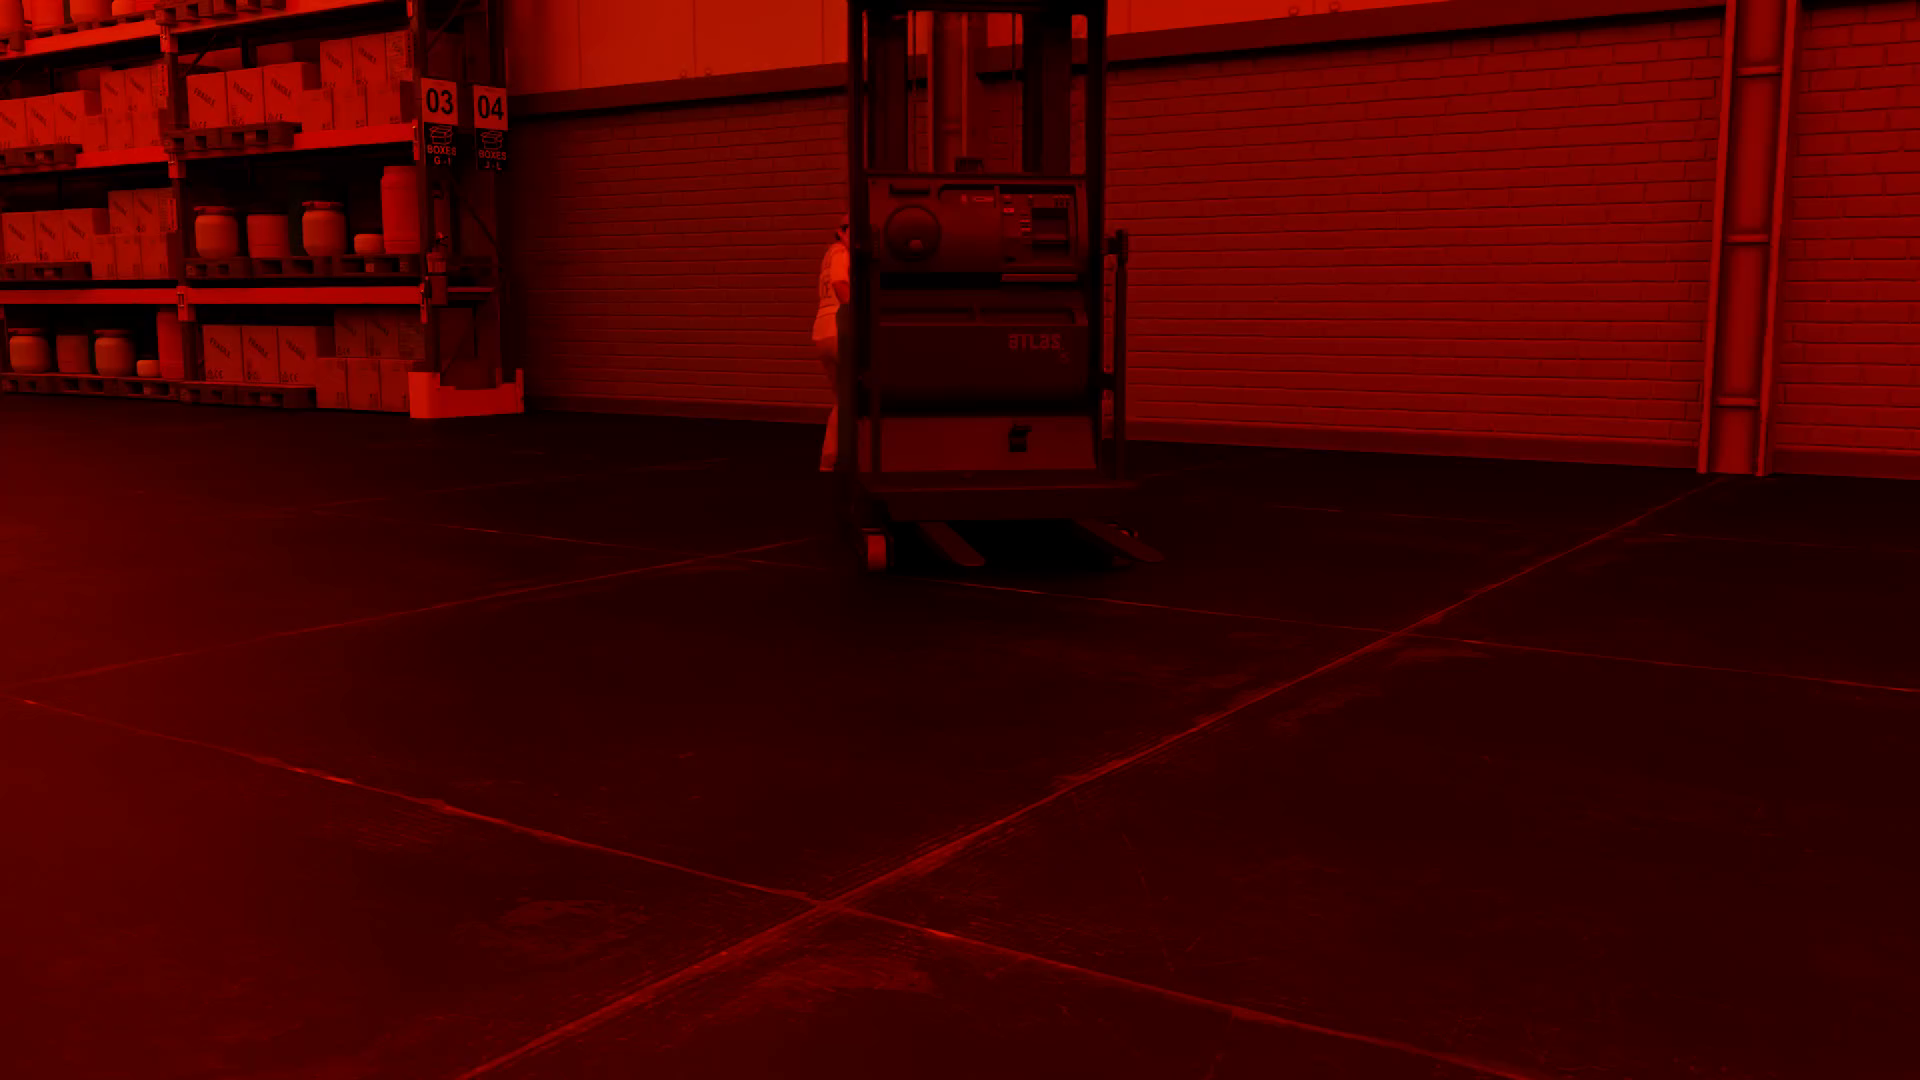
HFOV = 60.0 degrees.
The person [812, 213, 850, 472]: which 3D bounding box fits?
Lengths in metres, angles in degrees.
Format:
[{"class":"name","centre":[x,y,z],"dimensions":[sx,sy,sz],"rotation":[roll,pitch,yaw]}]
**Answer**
[{"class":"person","centre":[-0.676,-1.242,10.528],"dimensions":[0.511,1.644,0.680],"rotation":[-3,9,-23]}]

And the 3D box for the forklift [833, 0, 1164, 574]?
[{"class":"forklift","centre":[0.113,-1.365,6.792],"dimensions":[1.130,2.935,3.031],"rotation":[-1,8,-9]}]
